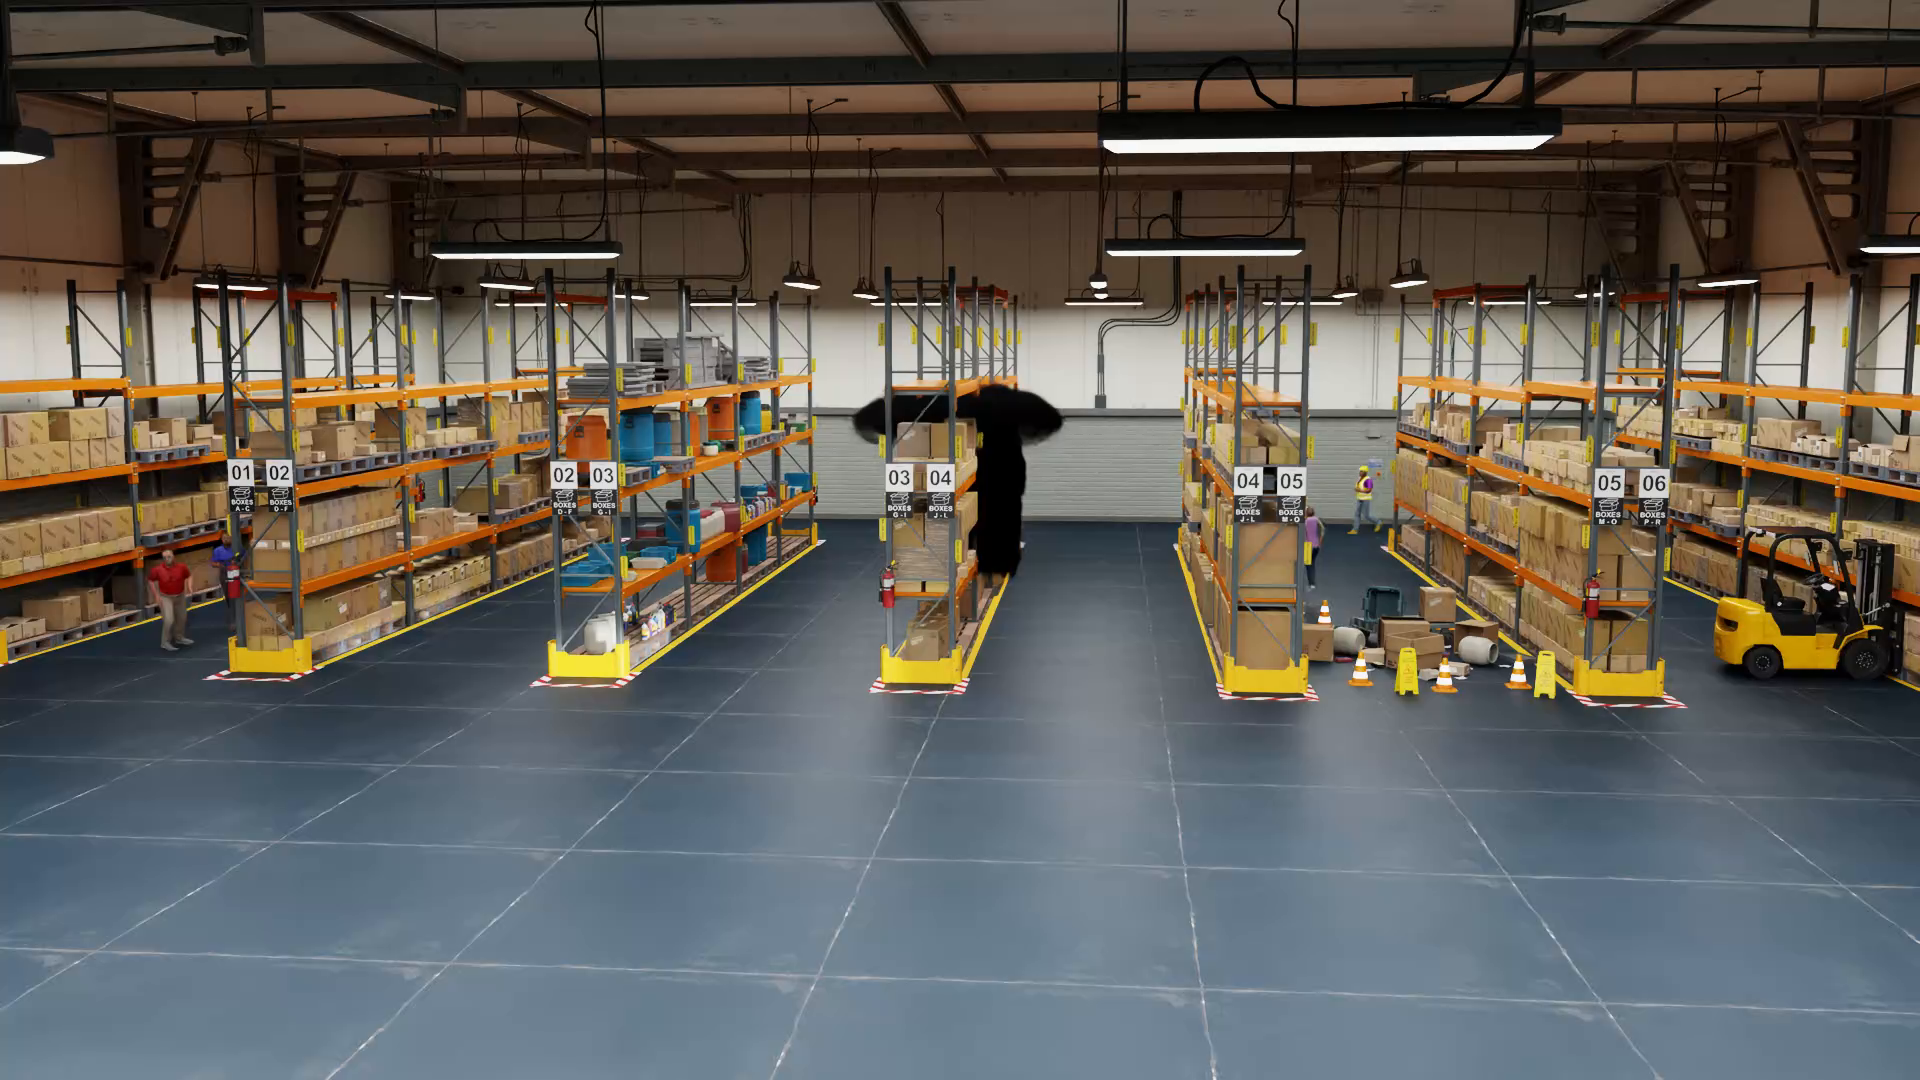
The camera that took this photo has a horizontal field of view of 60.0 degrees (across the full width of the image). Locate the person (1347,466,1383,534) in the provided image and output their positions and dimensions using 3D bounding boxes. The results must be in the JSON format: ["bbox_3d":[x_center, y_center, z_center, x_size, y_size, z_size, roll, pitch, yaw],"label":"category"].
[{"bbox_3d":[10.275,-1.013,42.185,0.945,1.750,0.710,-2,7,-15],"label":"person"}]

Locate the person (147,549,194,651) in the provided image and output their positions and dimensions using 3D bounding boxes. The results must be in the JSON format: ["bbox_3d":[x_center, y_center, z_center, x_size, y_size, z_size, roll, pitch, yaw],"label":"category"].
[{"bbox_3d":[-12.652,0.957,26.806,0.815,1.672,0.705,5,9,37],"label":"person"}]

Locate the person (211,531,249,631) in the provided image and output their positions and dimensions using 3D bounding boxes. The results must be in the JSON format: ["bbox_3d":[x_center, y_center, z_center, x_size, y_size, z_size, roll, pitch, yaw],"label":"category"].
[{"bbox_3d":[-12.607,0.698,28.725,0.518,1.715,0.848,-1,7,-5],"label":"person"}]

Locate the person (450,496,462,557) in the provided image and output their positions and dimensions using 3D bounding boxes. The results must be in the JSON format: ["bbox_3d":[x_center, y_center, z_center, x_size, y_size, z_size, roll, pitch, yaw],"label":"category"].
[{"bbox_3d":[-10.930,-0.209,36.464,0.688,1.590,0.902,-1,7,-12],"label":"person"}]

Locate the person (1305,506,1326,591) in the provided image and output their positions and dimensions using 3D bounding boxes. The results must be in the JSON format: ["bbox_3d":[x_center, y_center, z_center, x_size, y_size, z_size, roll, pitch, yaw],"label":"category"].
[{"bbox_3d":[6.638,0.173,31.477,0.481,1.639,0.758,-1,7,-5],"label":"person"}]
